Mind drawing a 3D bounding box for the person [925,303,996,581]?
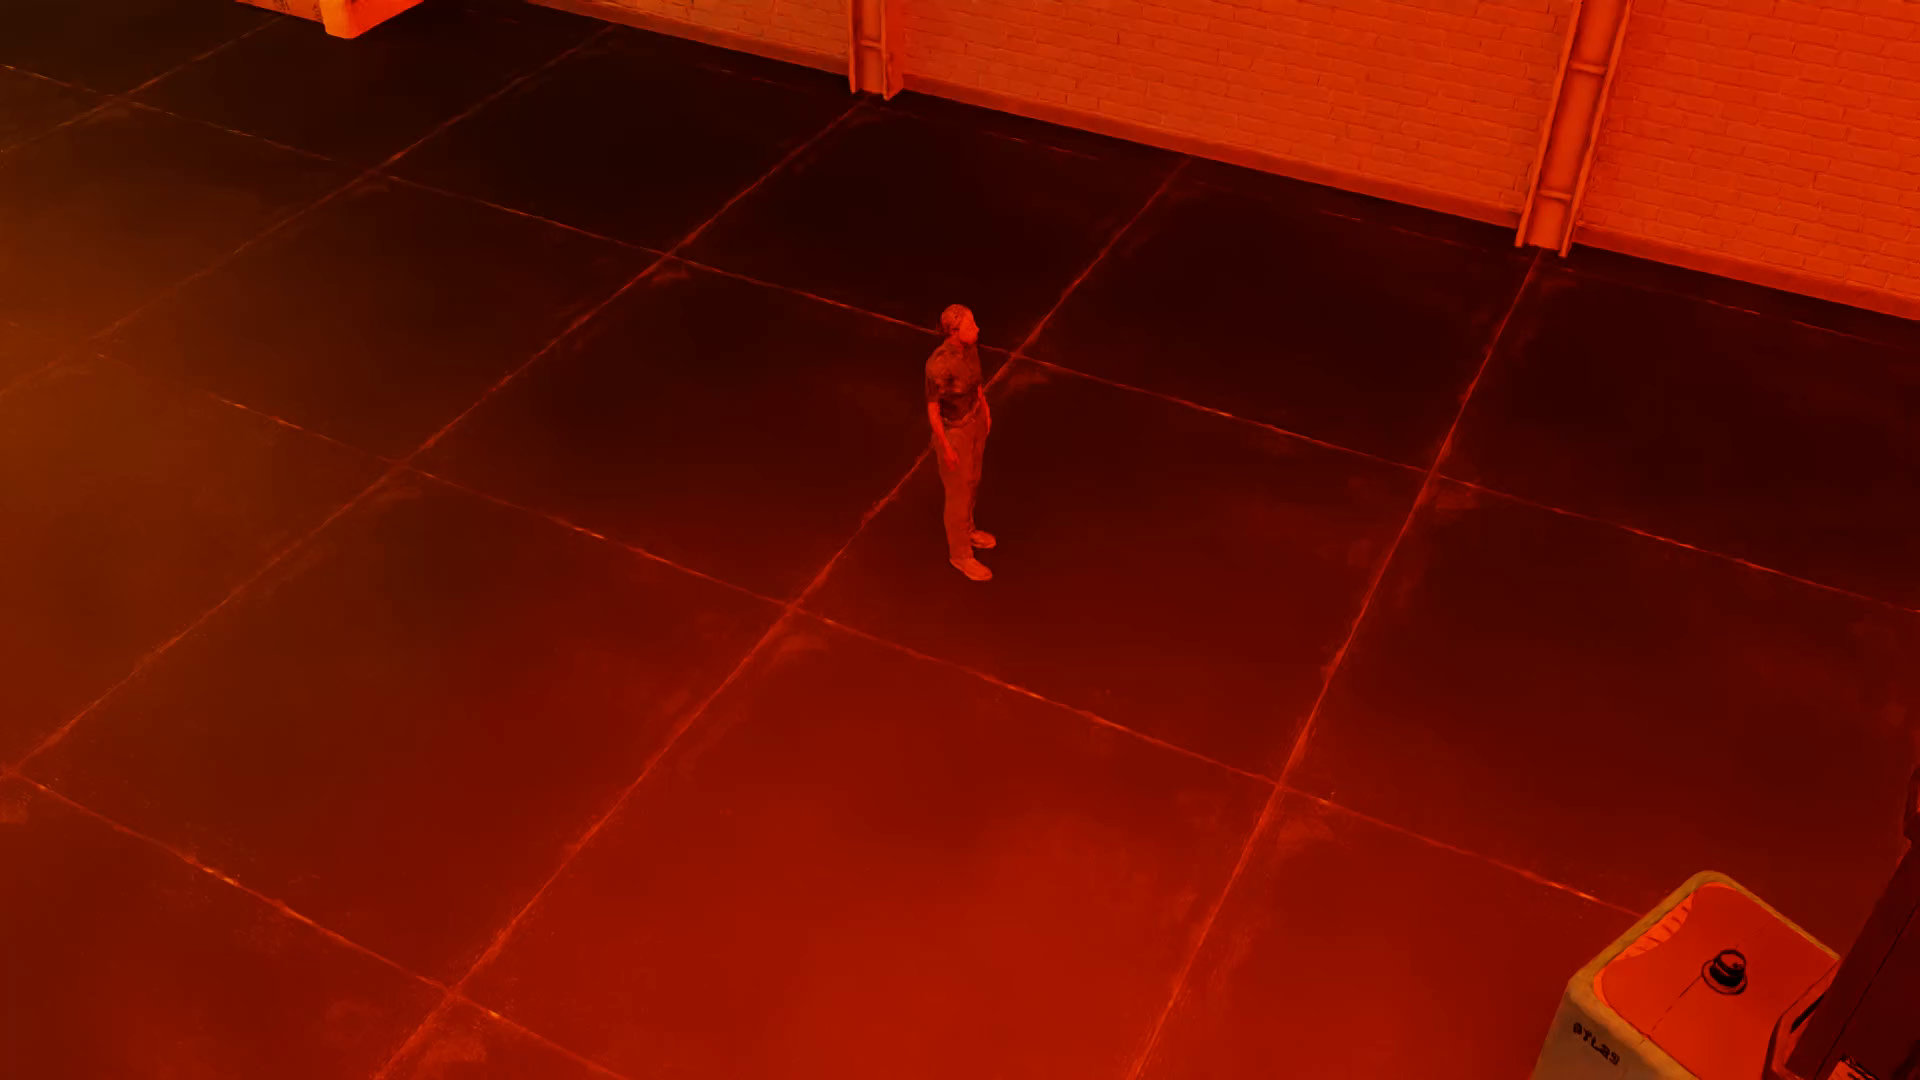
[{"bbox_3d":[0.069,-0.601,9.680,0.503,1.654,0.570,18,43,21],"label":"person"}]

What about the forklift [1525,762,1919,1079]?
[{"bbox_3d":[3.675,2.004,5.607,1.130,2.935,3.031,-26,47,-28],"label":"forklift"}]
